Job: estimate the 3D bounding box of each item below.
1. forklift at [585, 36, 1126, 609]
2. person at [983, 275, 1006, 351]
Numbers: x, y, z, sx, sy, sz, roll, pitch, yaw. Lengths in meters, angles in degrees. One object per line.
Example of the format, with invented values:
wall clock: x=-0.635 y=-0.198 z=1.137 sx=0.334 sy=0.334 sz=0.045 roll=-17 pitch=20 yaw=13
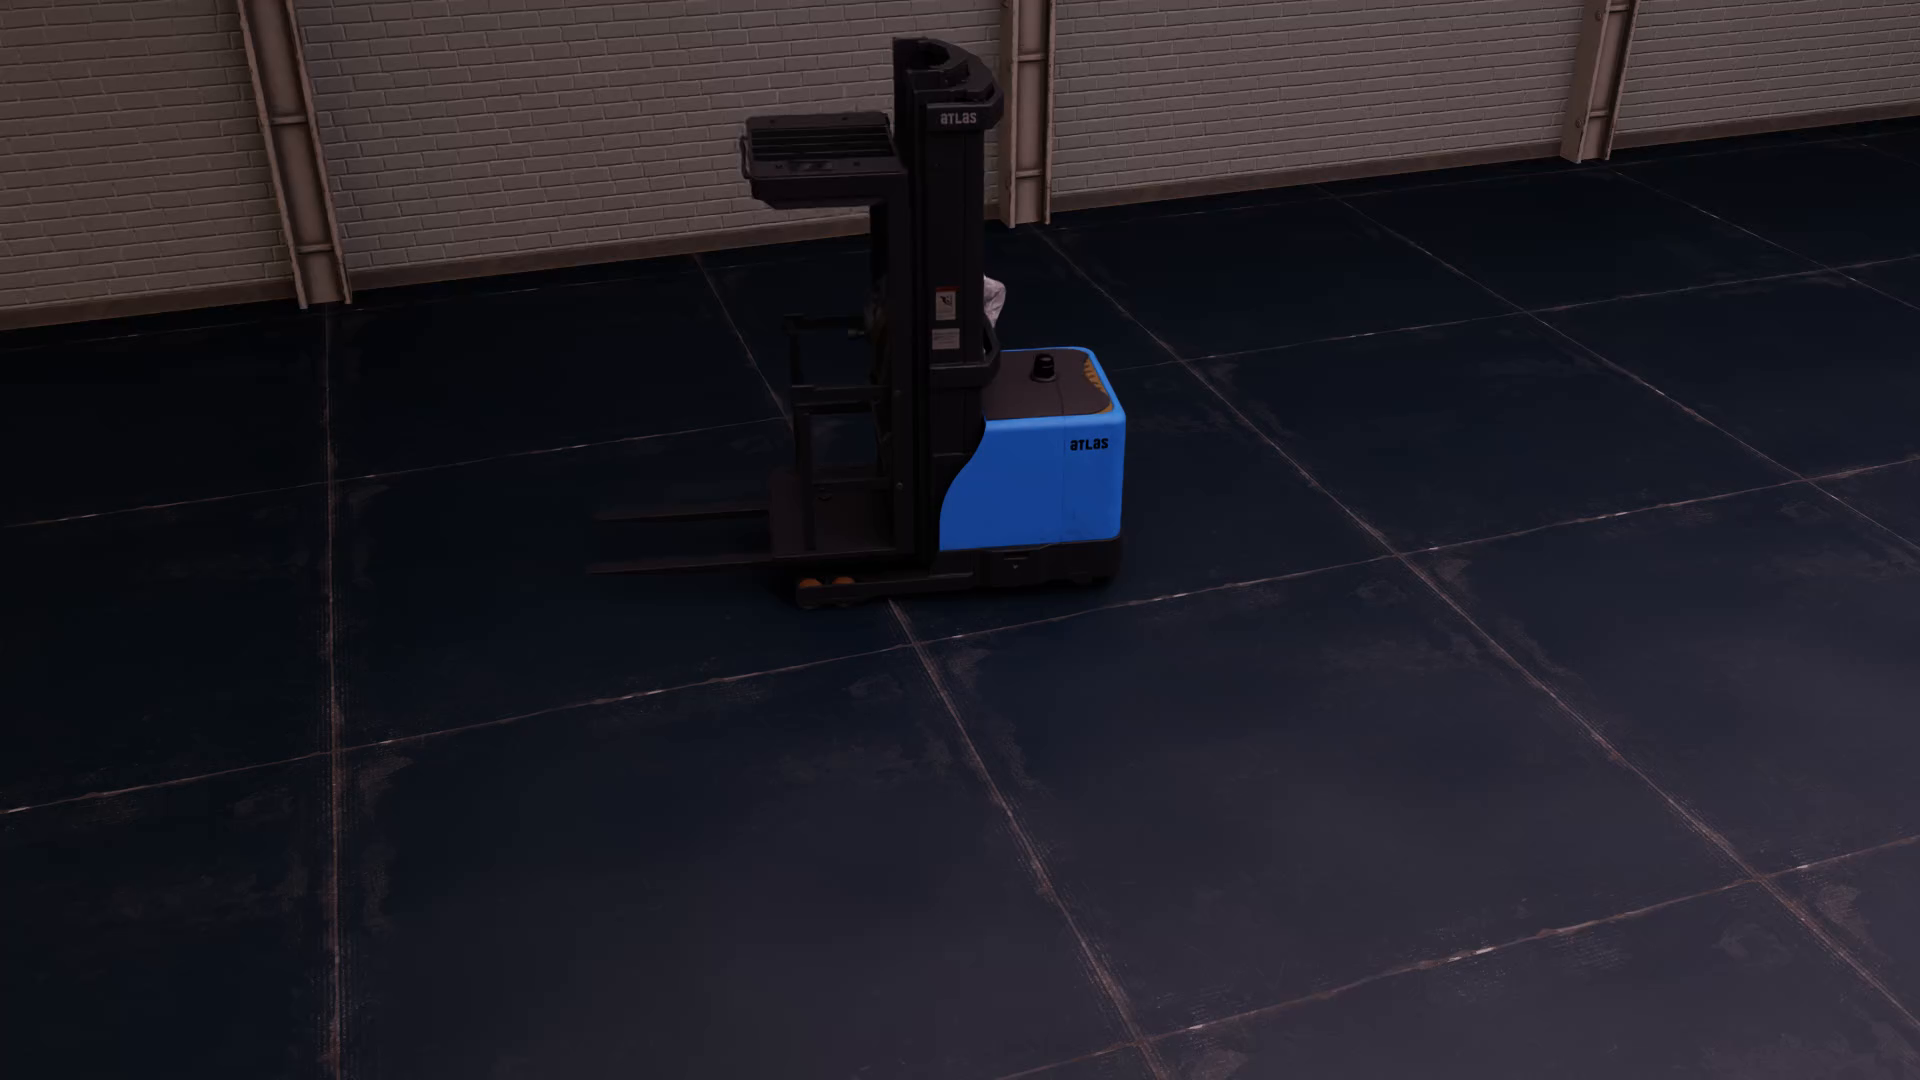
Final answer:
forklift: x=-0.633 y=-1.163 z=9.109 sx=3.031 sy=2.935 sz=1.130 roll=-4 pitch=30 yaw=-7
person: x=-0.037 y=-1.906 z=11.869 sx=0.697 sy=1.535 sz=0.826 roll=-21 pitch=36 yaw=-31
